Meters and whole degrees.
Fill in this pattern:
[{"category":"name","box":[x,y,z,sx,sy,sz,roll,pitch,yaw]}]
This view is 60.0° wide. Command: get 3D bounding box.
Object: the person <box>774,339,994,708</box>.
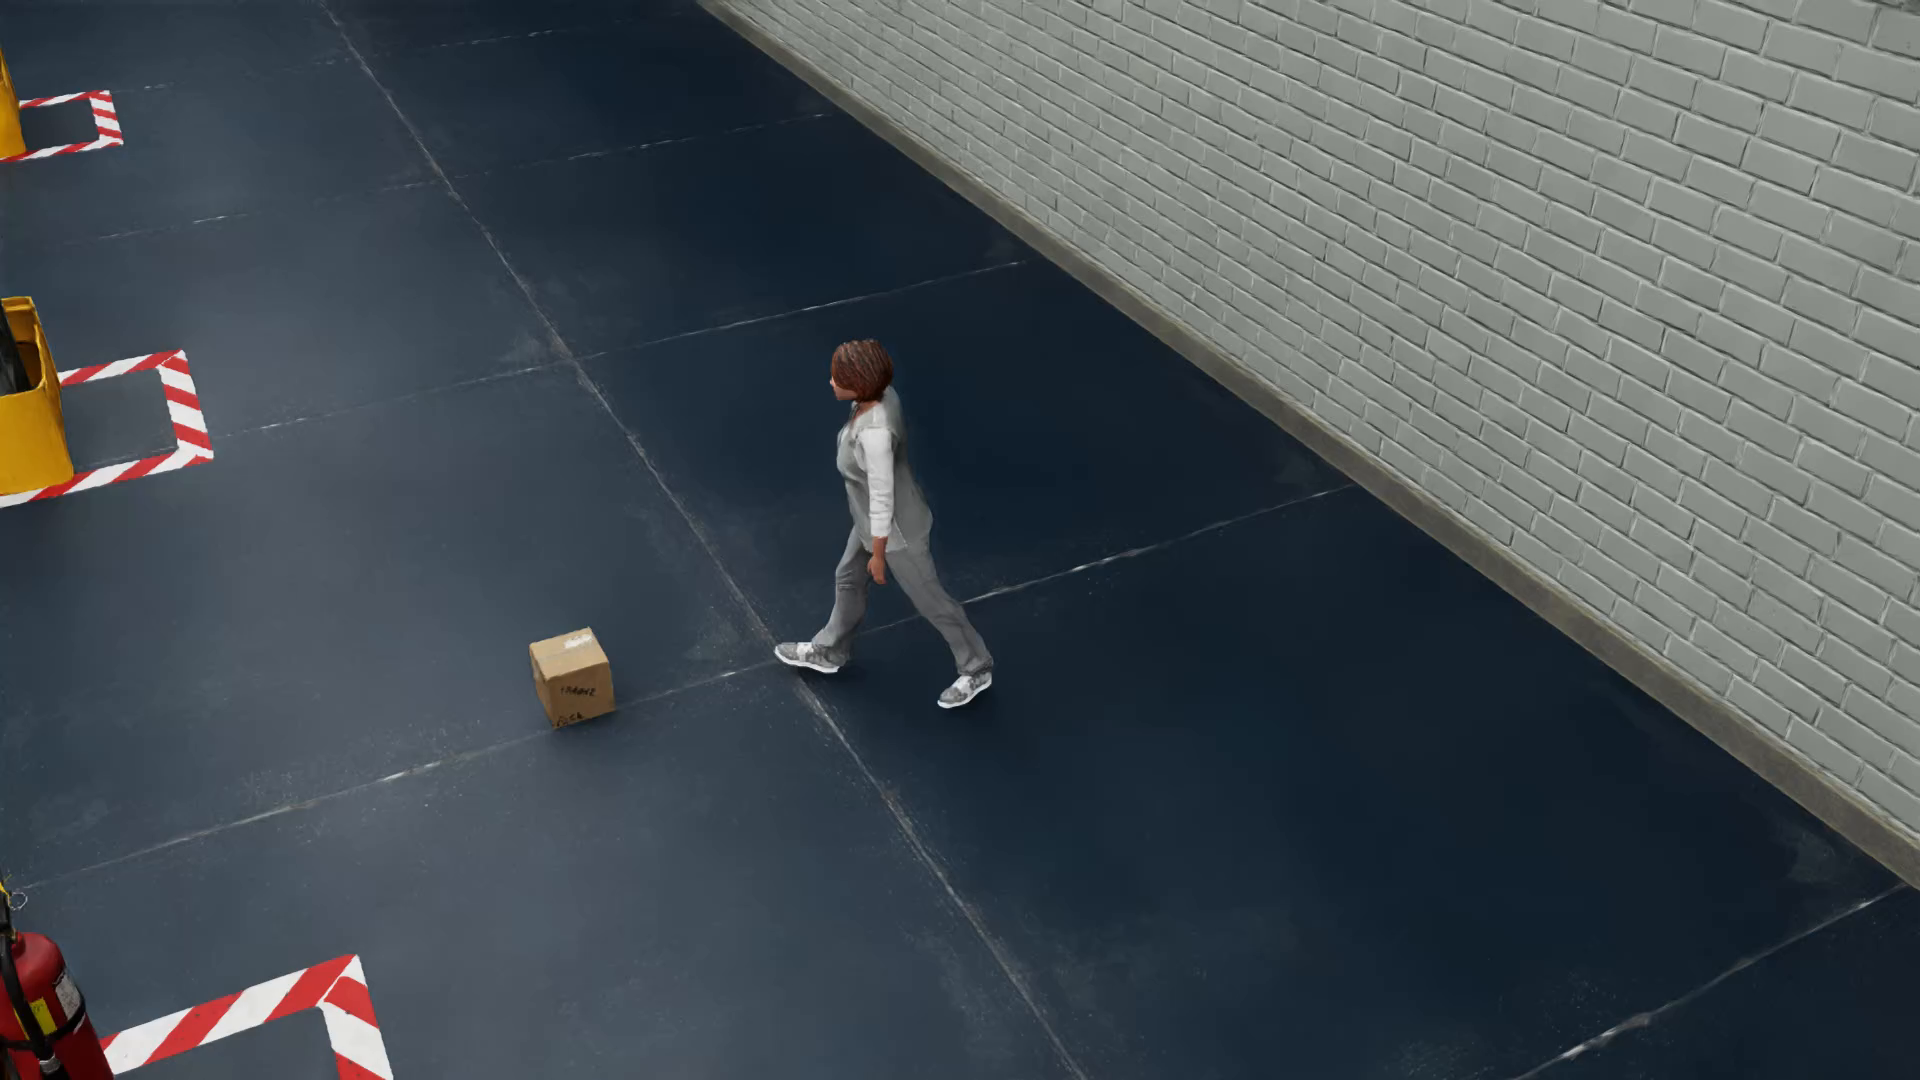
[{"category":"person","box":[-0.301,-0.043,6.261,0.869,1.510,0.461,-4,34,-5]}]
